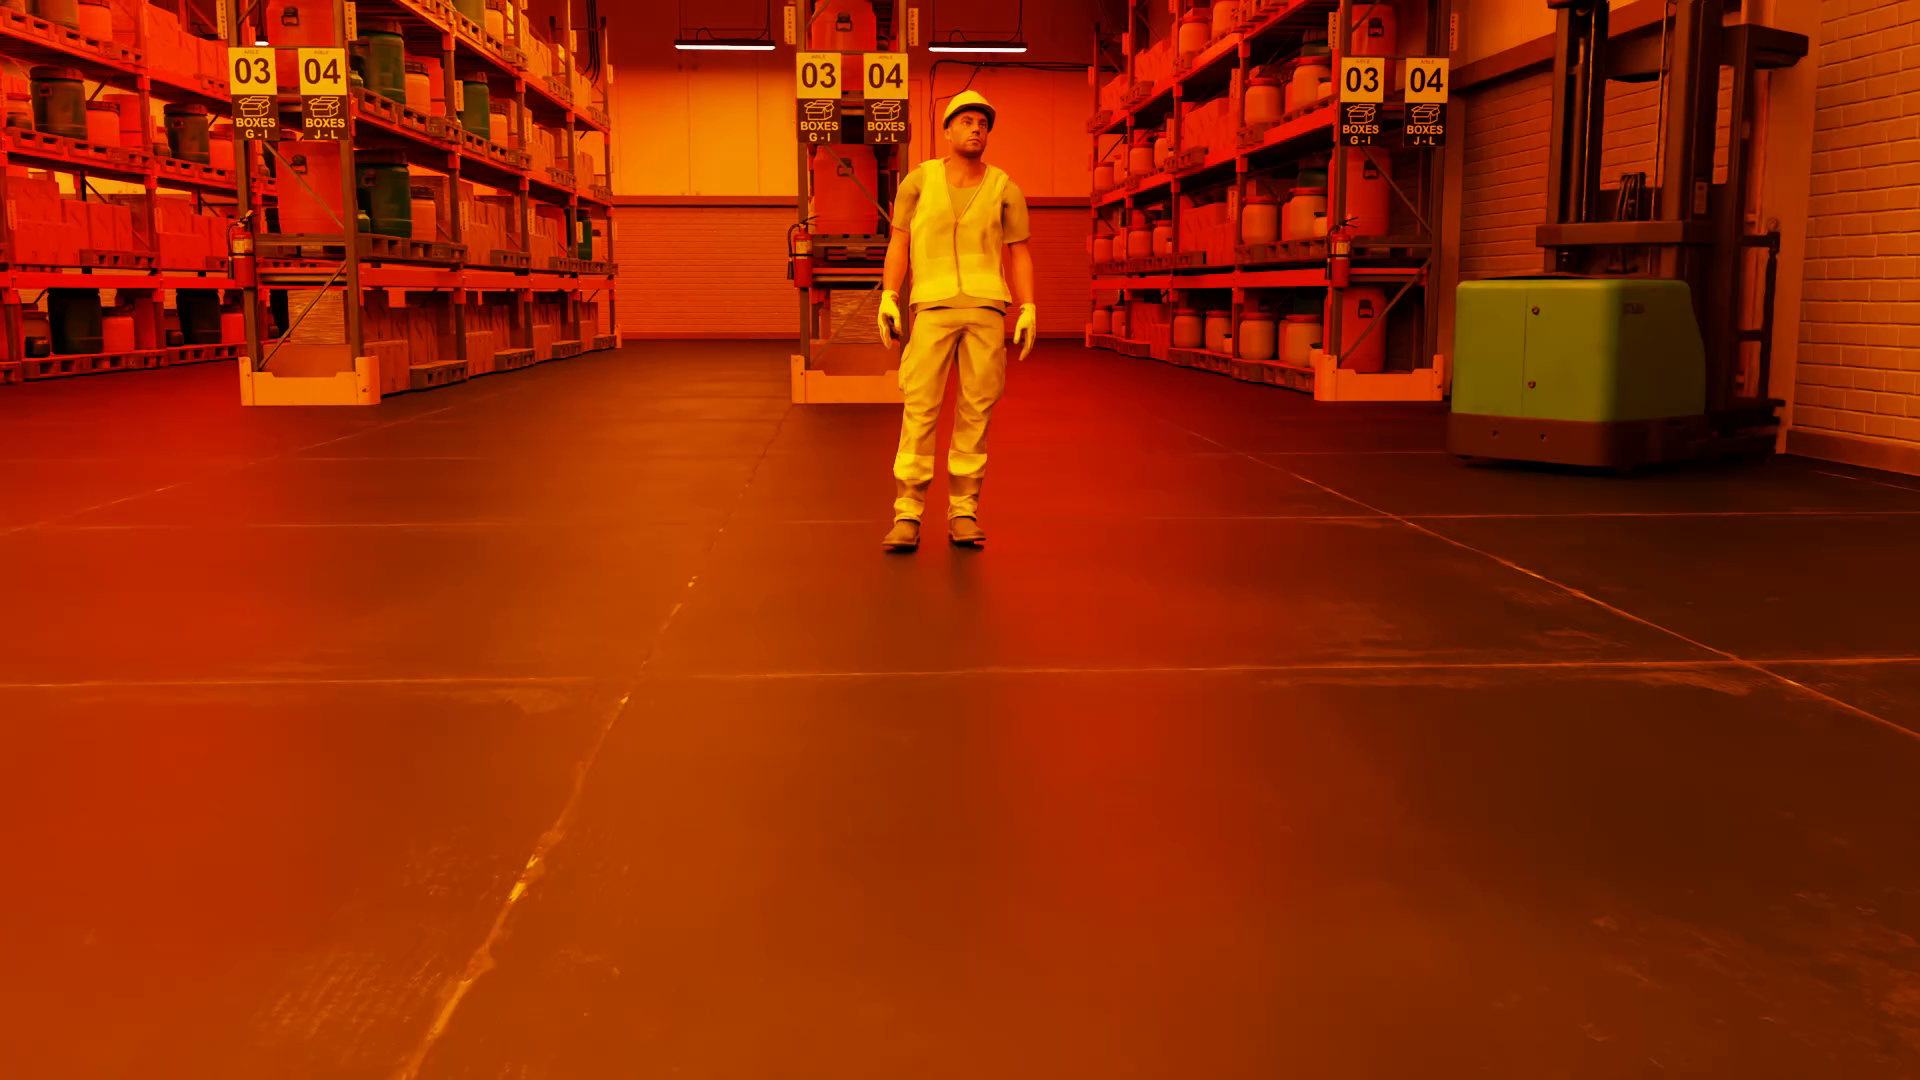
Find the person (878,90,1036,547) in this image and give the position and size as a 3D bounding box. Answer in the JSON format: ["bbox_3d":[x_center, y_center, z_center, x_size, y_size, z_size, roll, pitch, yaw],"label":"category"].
[{"bbox_3d":[-0.007,-0.881,6.598,0.637,1.787,0.564,-1,8,-4],"label":"person"}]

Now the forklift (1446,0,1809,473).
[{"bbox_3d":[4.319,-1.966,10.072,3.031,2.935,1.130,-7,11,-38],"label":"forklift"}]
